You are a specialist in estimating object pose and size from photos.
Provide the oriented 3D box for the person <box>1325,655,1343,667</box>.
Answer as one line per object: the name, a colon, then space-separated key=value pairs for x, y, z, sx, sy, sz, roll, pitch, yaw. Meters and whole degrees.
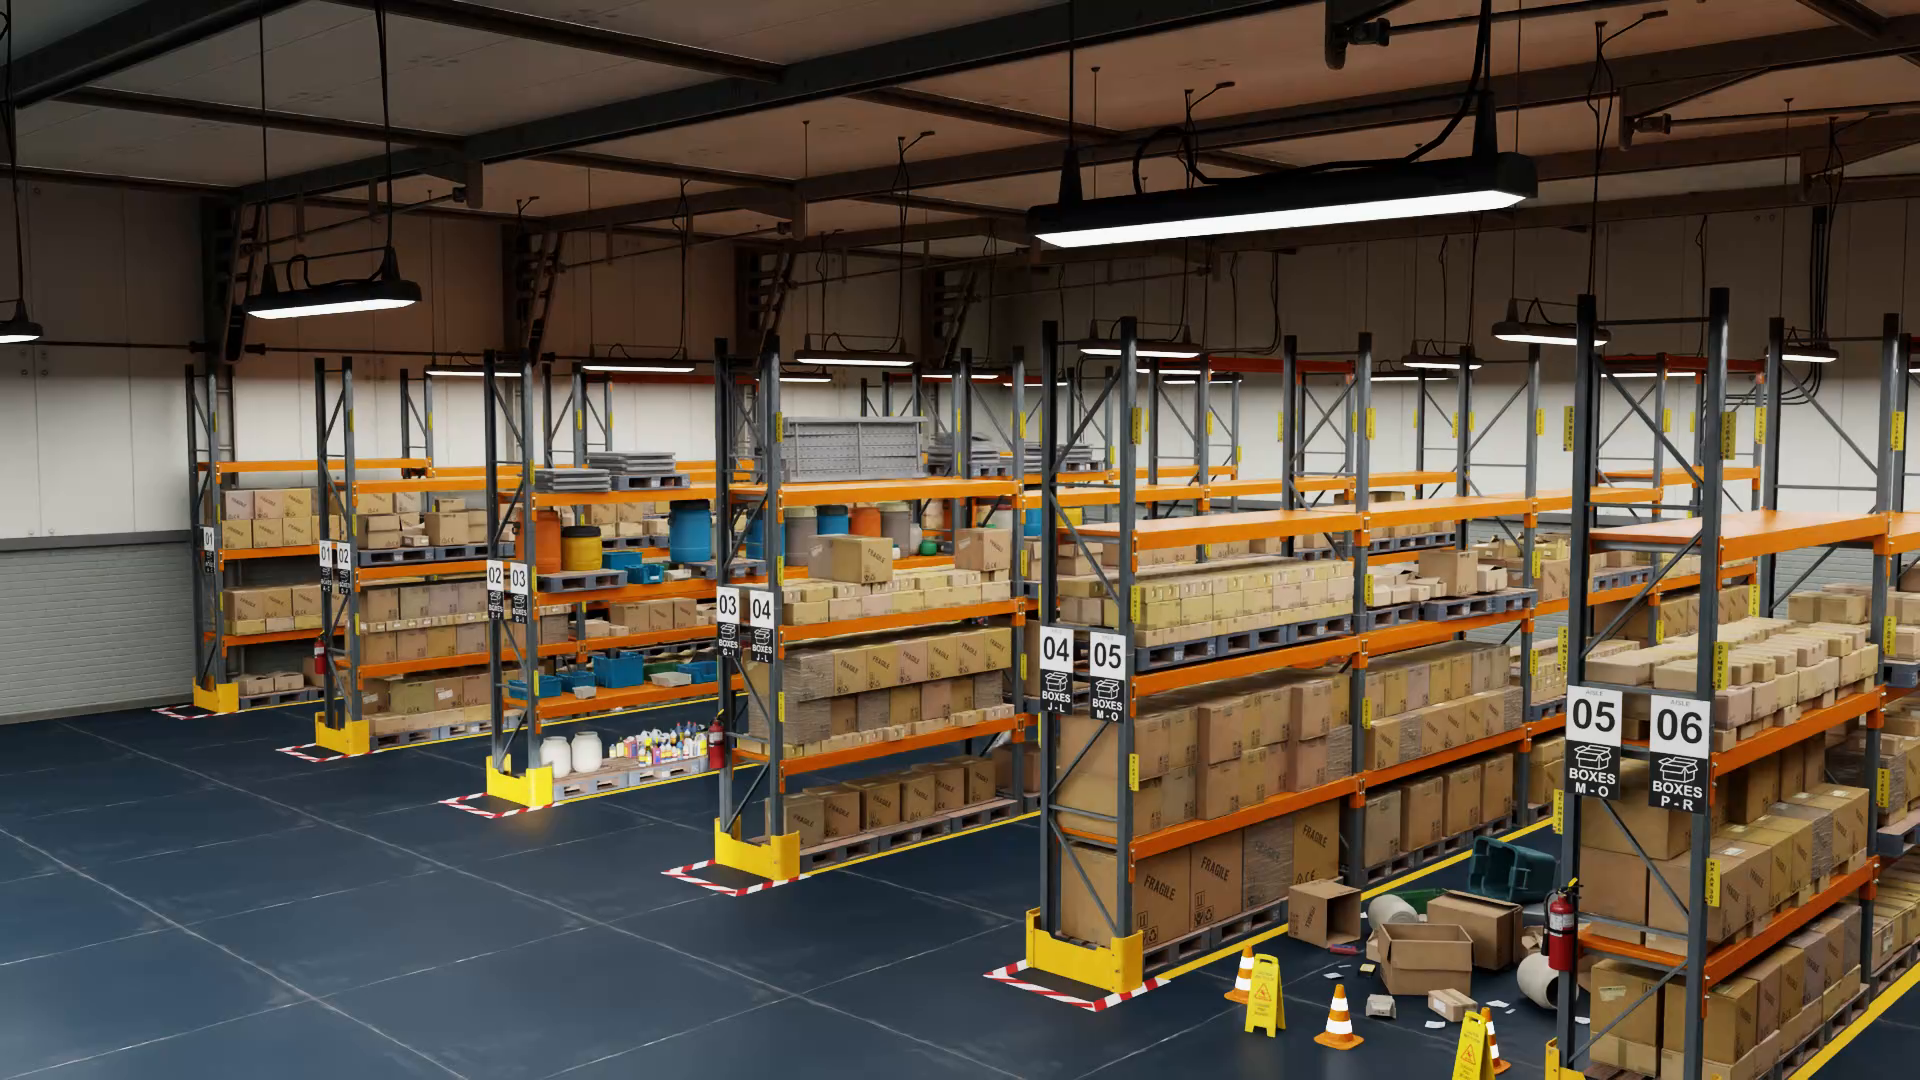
person: x=5.485 y=2.406 z=24.581 sx=1.069 sy=1.711 sz=0.634 roll=-4 pitch=6 yaw=-43

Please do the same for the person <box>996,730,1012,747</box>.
person: x=0.679 y=2.433 z=24.740 sx=0.471 sy=1.661 sz=0.494 roll=-3 pitch=5 yaw=-36
